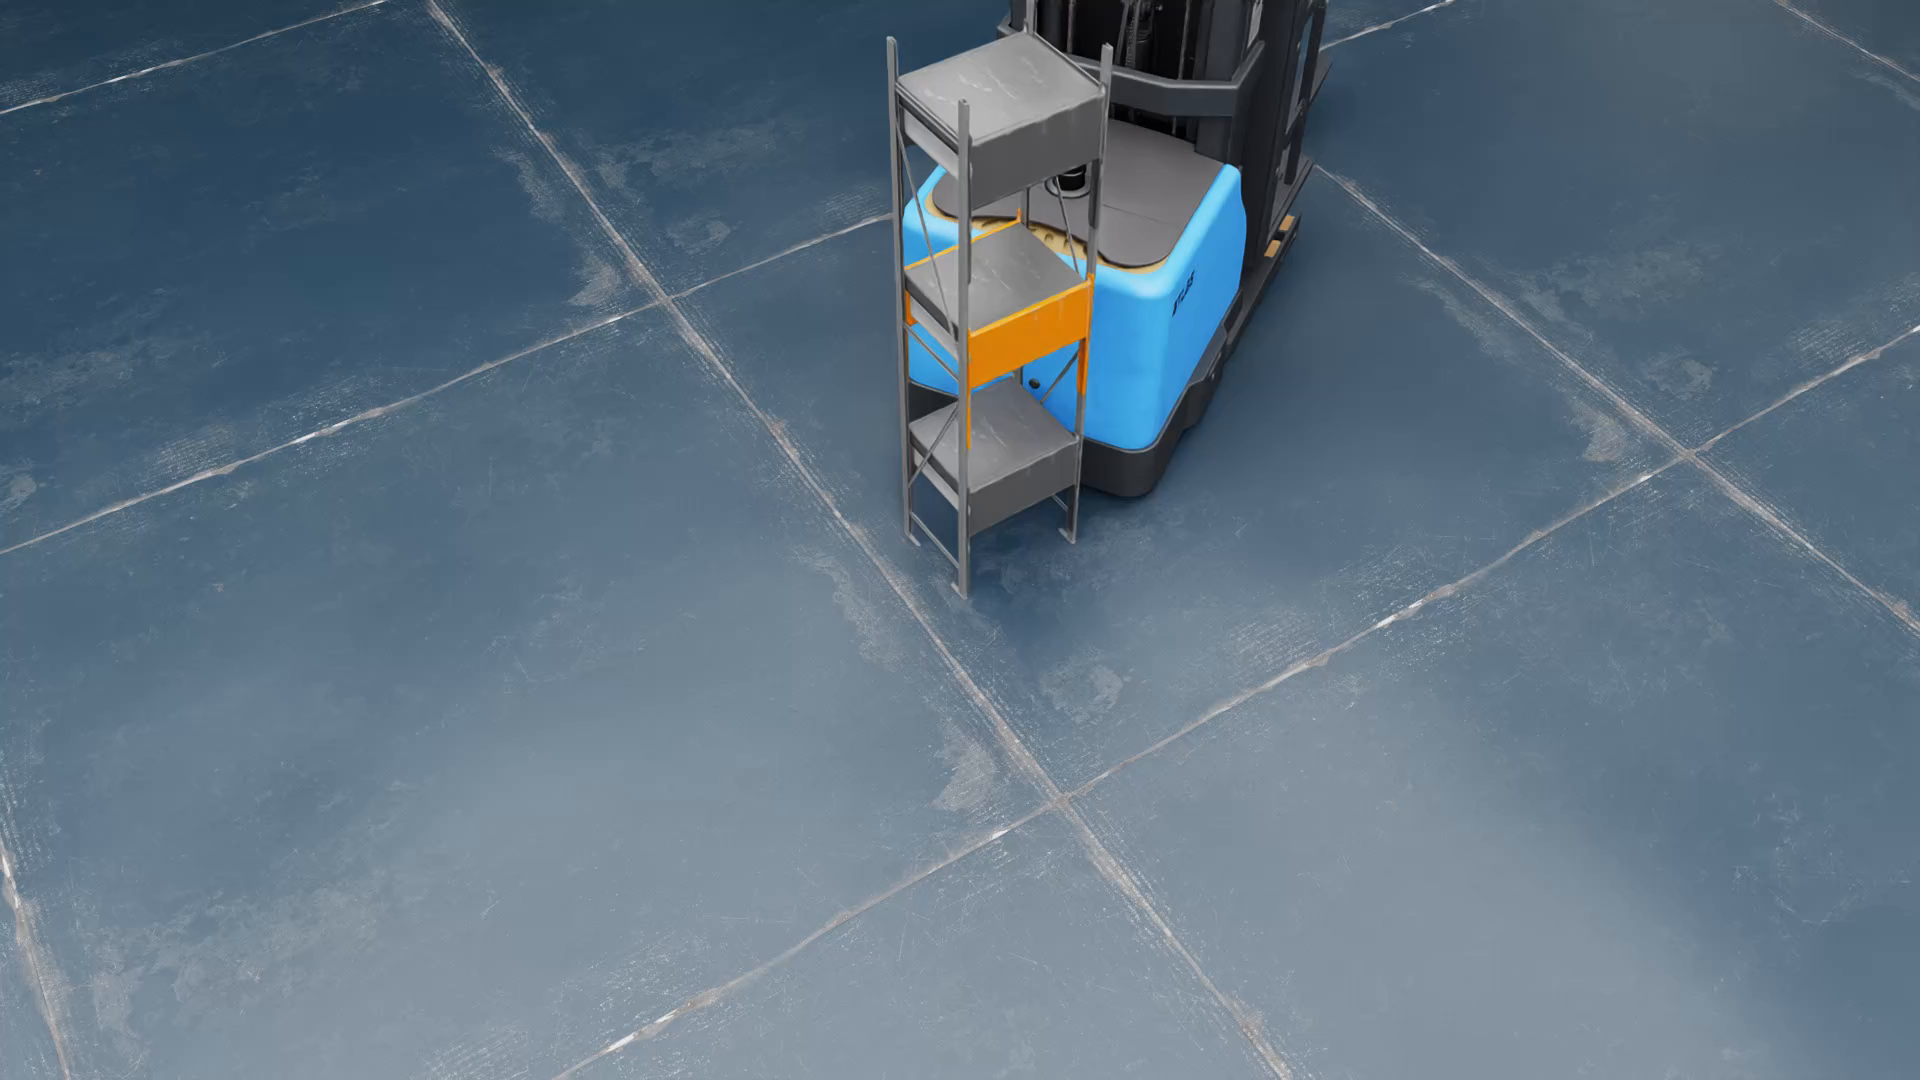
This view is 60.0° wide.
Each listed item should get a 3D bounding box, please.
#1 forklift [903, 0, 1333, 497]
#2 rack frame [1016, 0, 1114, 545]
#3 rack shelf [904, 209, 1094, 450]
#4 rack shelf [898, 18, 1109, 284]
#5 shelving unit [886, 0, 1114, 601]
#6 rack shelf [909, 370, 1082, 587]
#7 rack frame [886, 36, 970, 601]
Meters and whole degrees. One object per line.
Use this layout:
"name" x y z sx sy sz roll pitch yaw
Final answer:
"forklift" 0.857 -2.253 6.294 1.130 2.935 3.031 19 51 16
"rack frame" 0.314 -0.805 5.561 0.015 2.100 0.400 -27 53 -22
"rack shelf" 0.112 -0.695 5.481 0.480 0.518 0.431 -27 53 -22
"rack shelf" 0.112 -1.160 4.958 0.480 0.518 0.431 -27 53 -22
"shelving unit" 0.112 -0.704 5.471 0.503 2.100 0.431 -27 53 -22
"rack shelf" 0.112 -0.229 6.004 0.480 0.518 0.431 -27 53 -22
"rack frame" -0.091 -0.602 5.380 0.015 2.100 0.400 -27 53 -22
